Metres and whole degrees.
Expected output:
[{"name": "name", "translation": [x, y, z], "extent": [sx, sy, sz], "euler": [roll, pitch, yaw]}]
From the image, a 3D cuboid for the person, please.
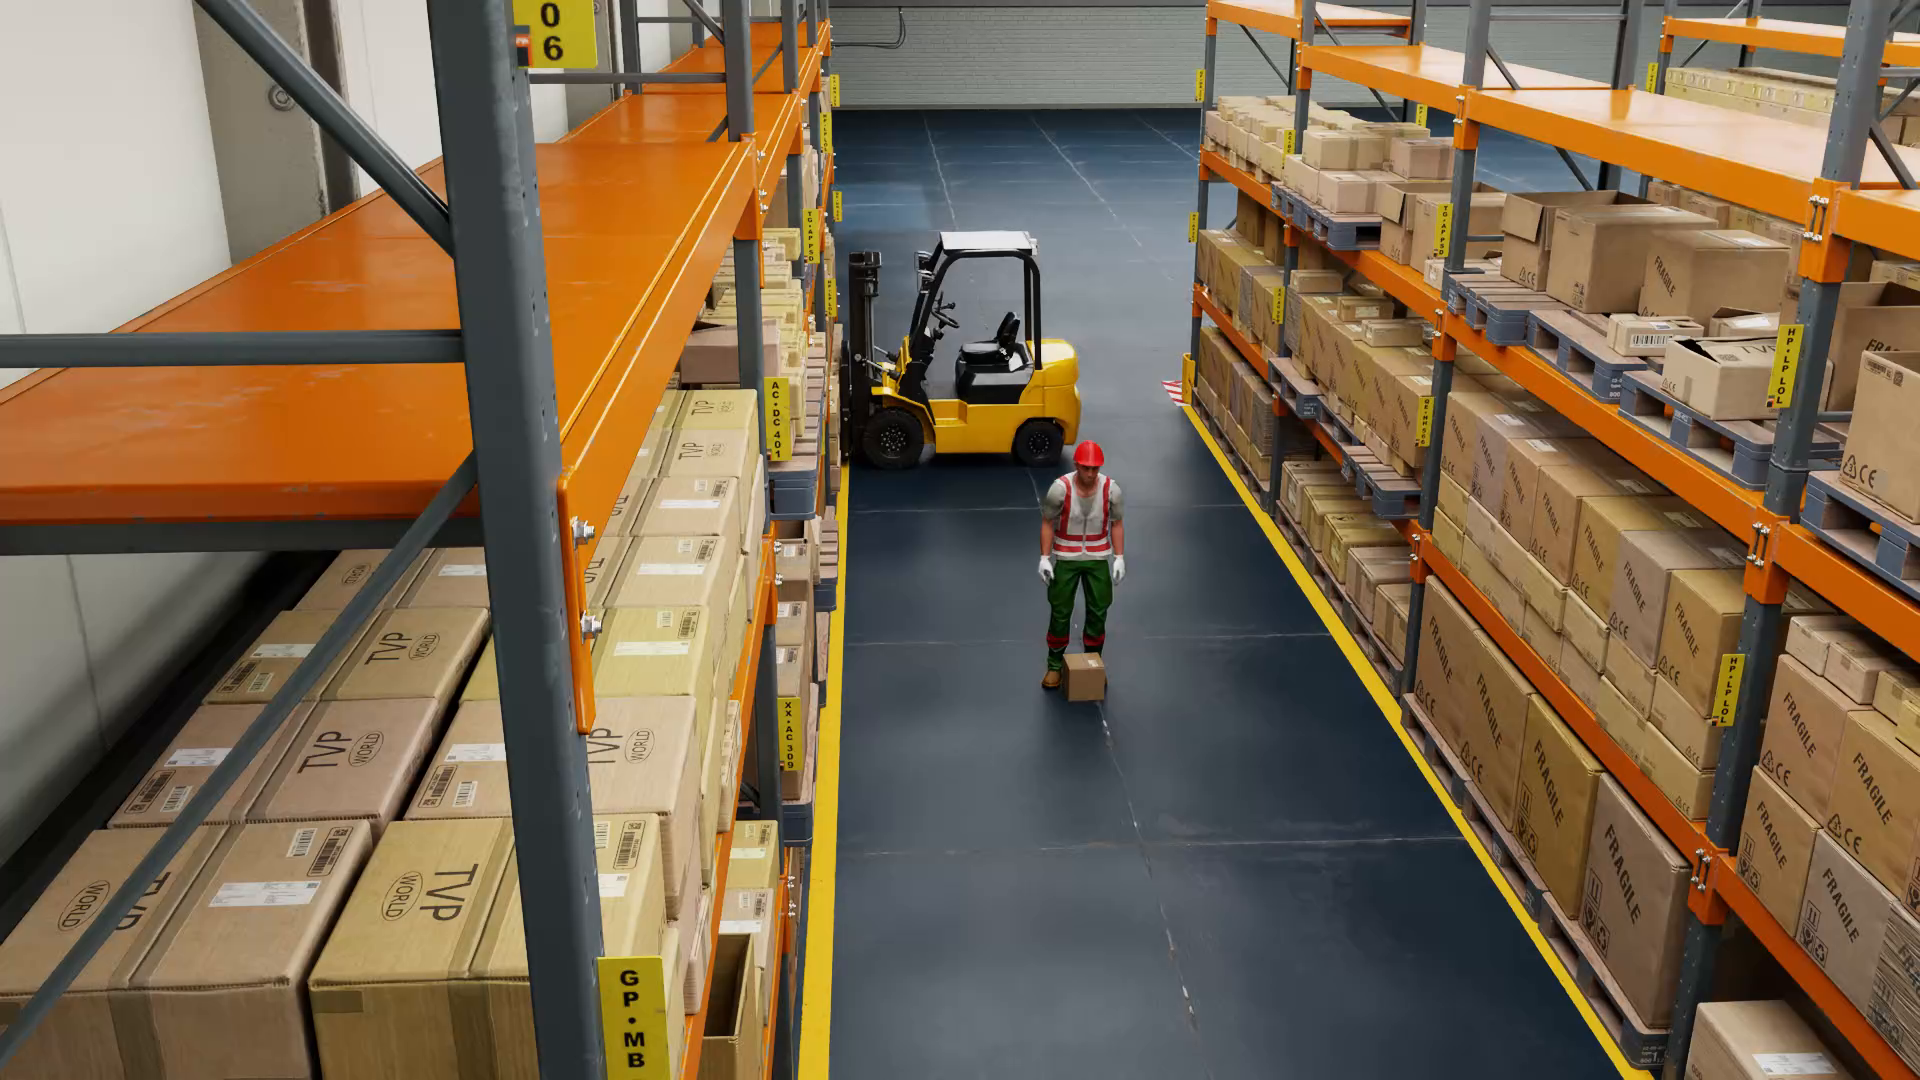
[{"name": "person", "translation": [0.842, 0.156, 11.491], "extent": [0.608, 1.780, 0.448], "euler": [-1, 20, -3]}]
